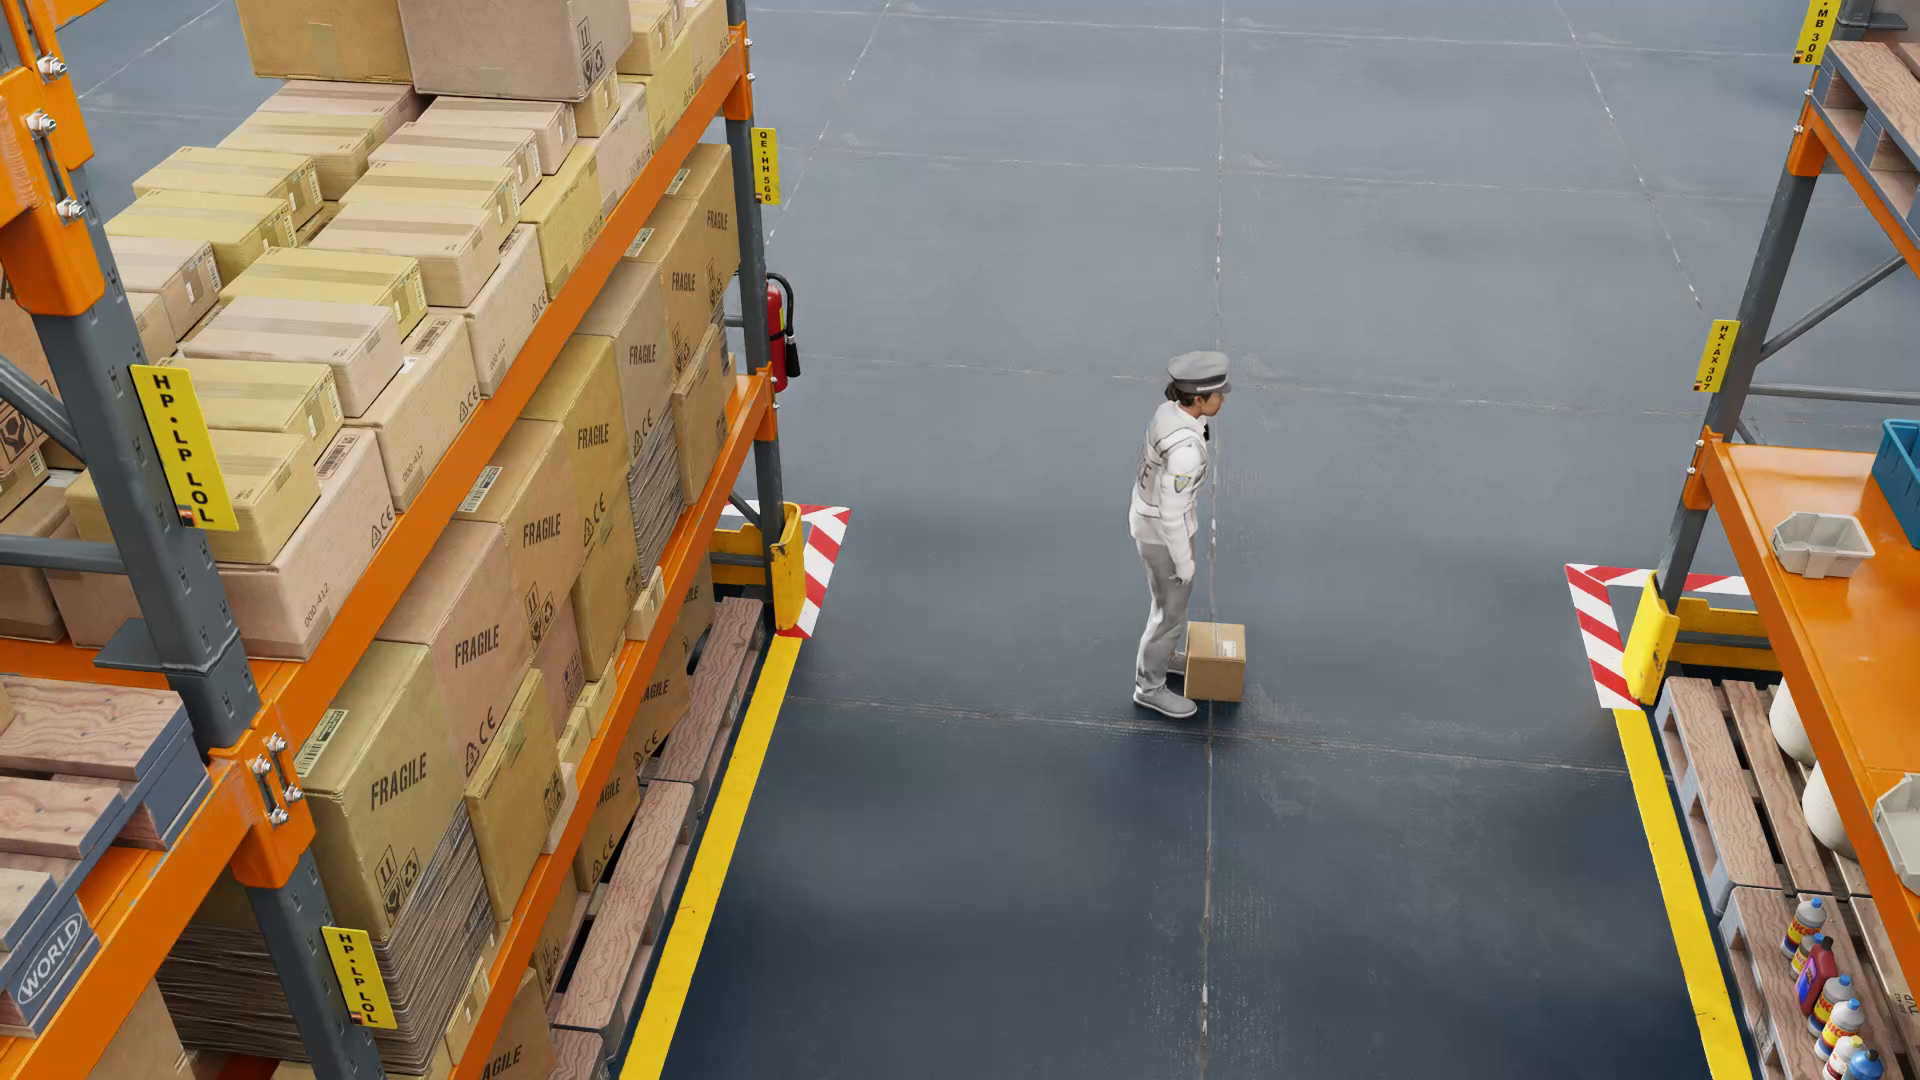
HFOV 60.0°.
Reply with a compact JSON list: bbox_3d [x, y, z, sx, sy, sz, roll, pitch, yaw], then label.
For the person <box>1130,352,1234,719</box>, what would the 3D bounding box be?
[{"bbox_3d":[0.926,-0.037,7.085,0.405,1.663,0.539,3,36,5],"label":"person"}]
